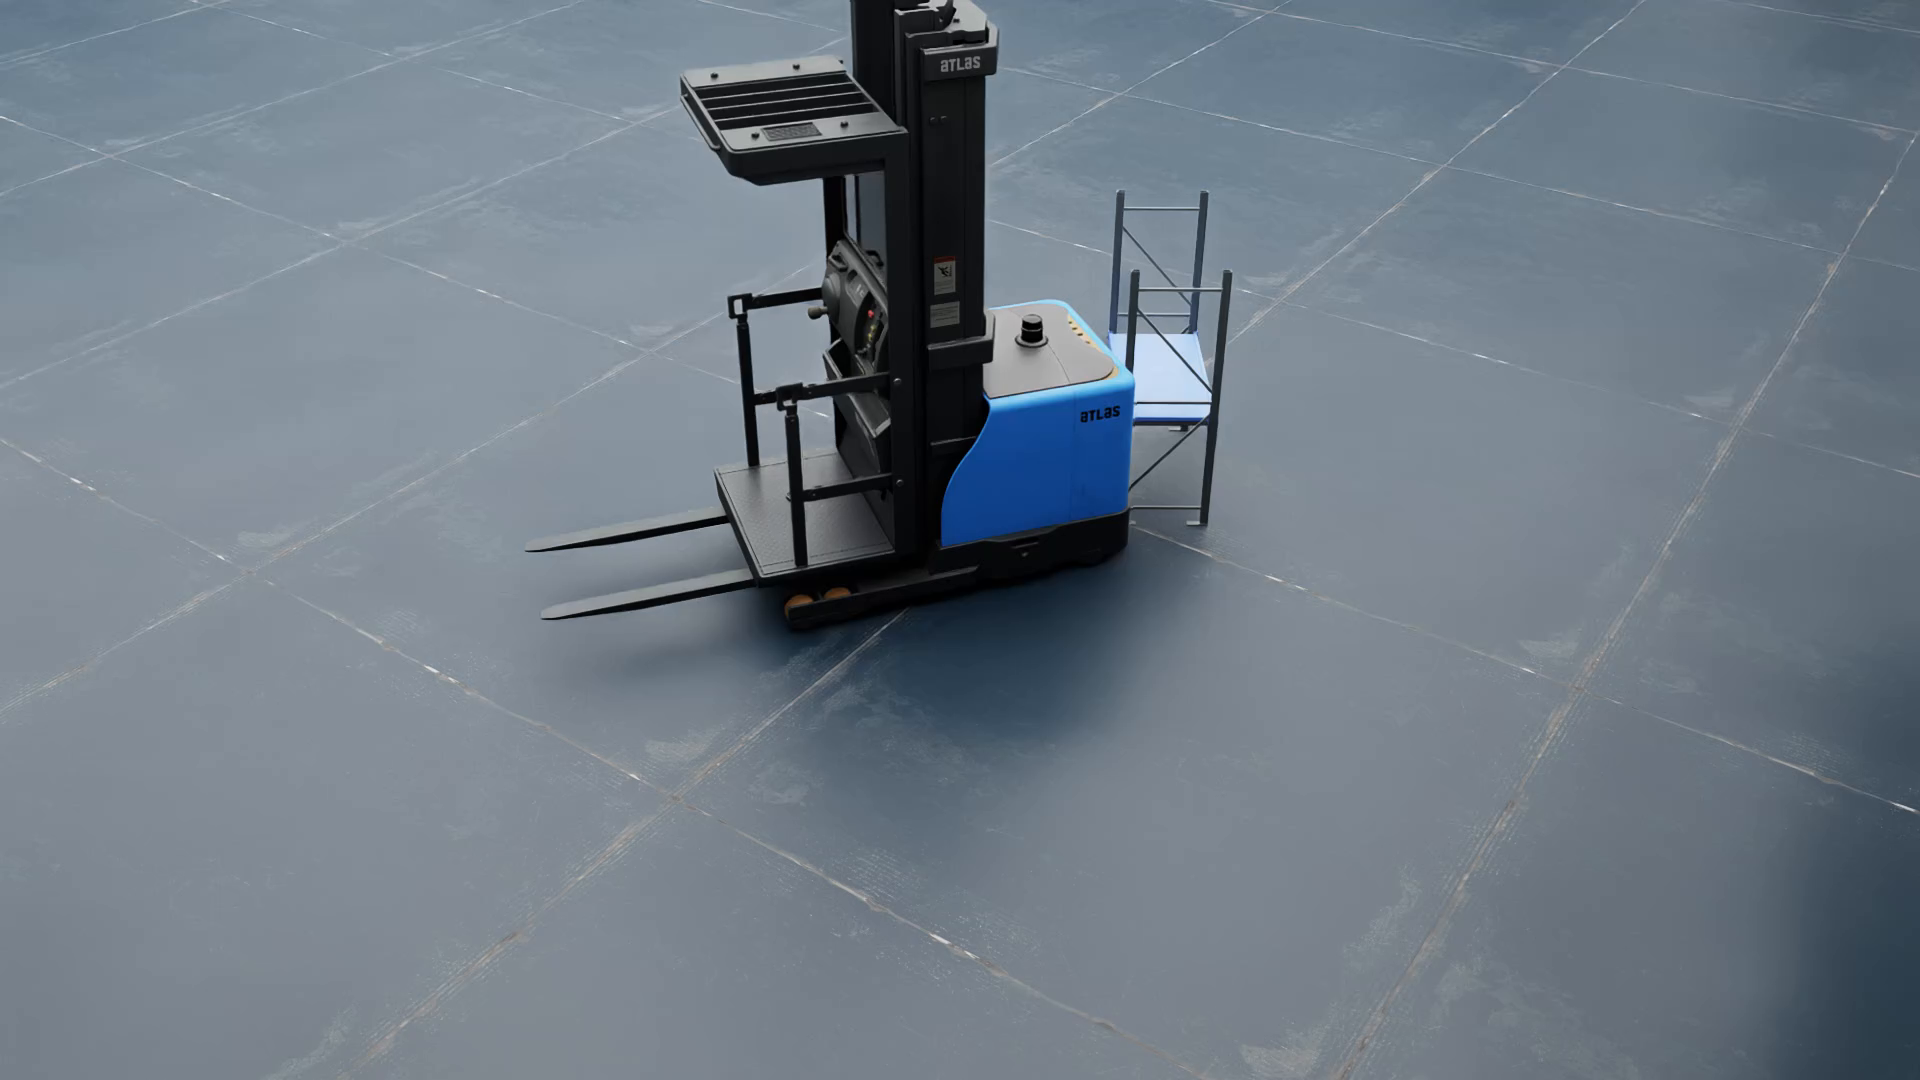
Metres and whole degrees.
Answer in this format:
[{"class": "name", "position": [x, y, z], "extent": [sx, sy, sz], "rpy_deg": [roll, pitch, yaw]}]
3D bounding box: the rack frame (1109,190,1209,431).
[{"class": "rack frame", "position": [1.104, -1.279, 9.478], "extent": [0.500, 1.500, 0.032], "rpy_deg": [0, 34, 0]}]

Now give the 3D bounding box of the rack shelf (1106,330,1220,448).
[{"class": "rack shelf", "position": [1.100, -0.845, 9.157], "extent": [0.538, 0.185, 1.000], "rpy_deg": [0, 34, 0]}]

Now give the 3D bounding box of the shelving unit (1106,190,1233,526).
[{"class": "shelving unit", "position": [1.100, -0.994, 9.057], "extent": [0.538, 1.500, 1.048], "rpy_deg": [0, 34, 0]}]

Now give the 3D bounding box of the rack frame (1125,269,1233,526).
[{"class": "rack frame", "position": [1.096, -0.709, 8.636], "extent": [0.500, 1.500, 0.032], "rpy_deg": [0, 34, 0]}]

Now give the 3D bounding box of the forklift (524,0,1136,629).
[{"class": "forklift", "position": [-0.688, -1.108, 7.947], "extent": [3.031, 2.935, 1.130], "rpy_deg": [-11, 36, -16]}]
